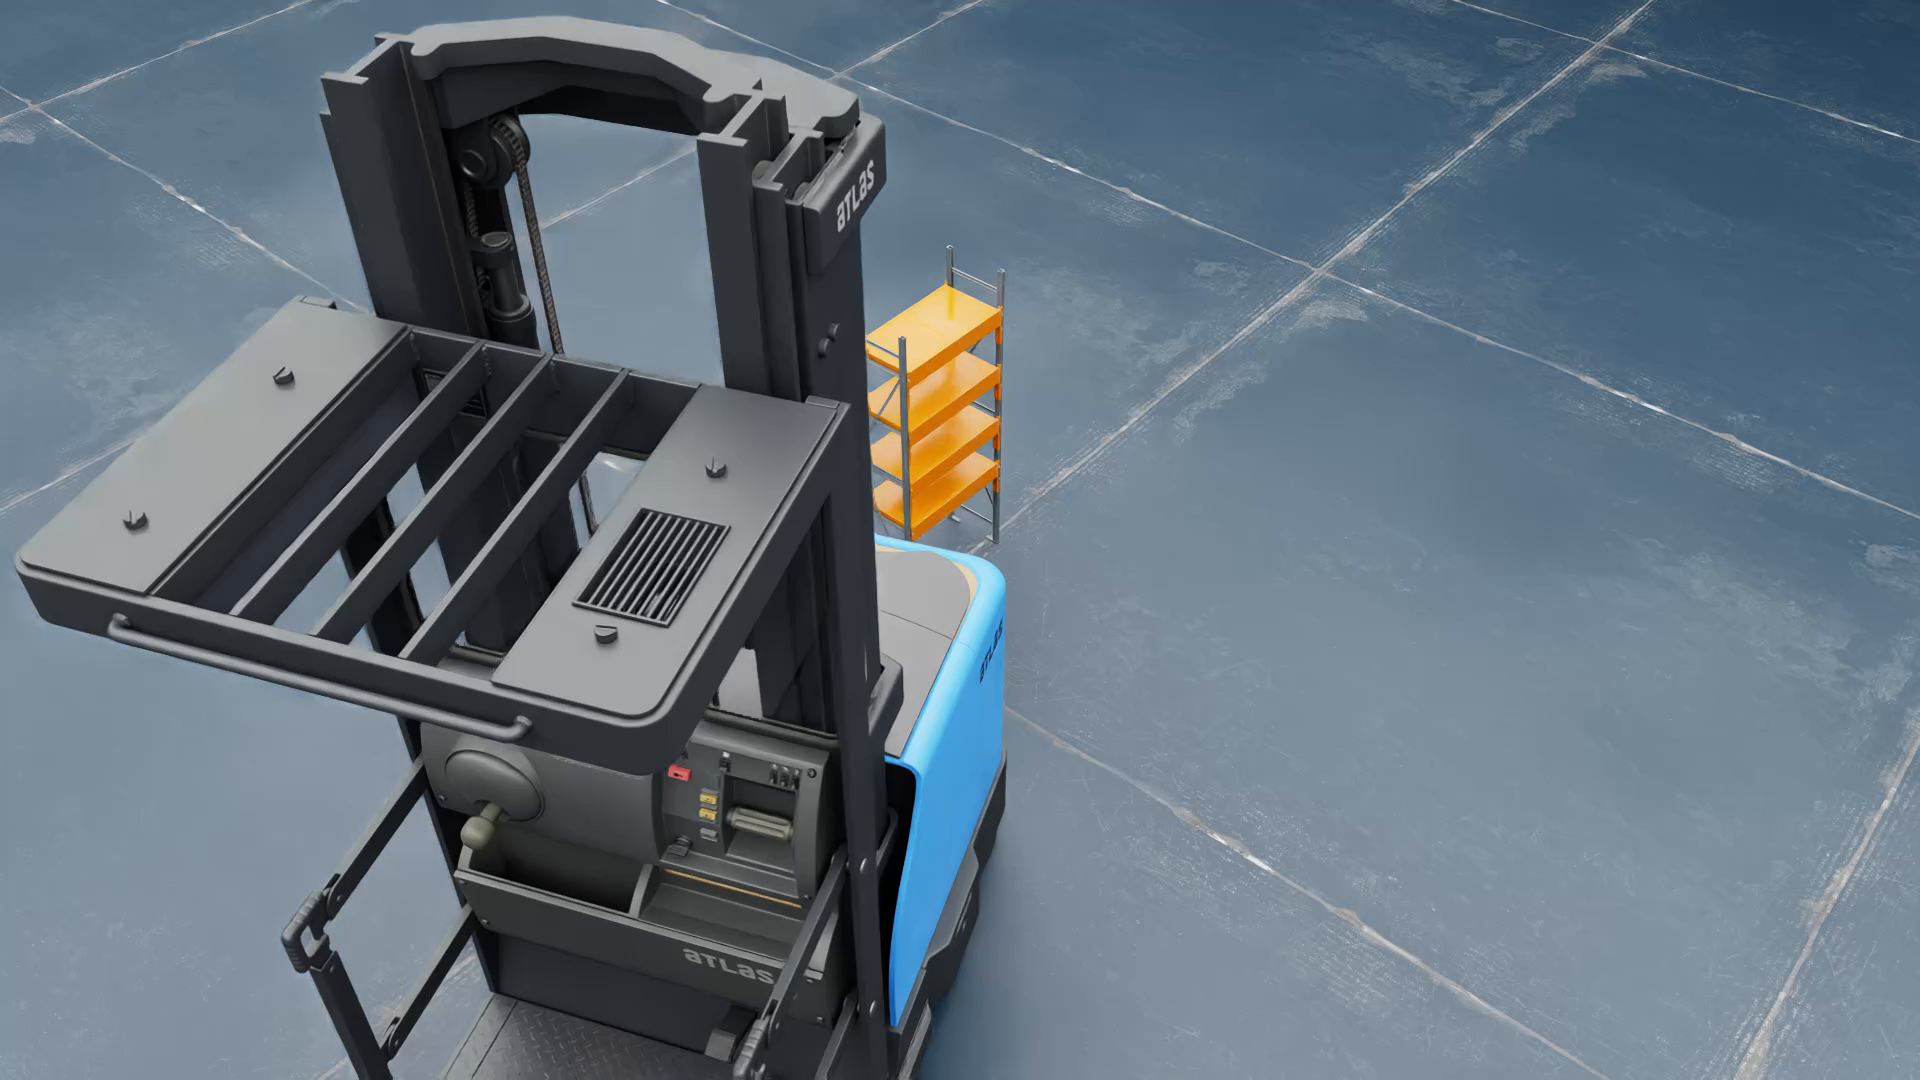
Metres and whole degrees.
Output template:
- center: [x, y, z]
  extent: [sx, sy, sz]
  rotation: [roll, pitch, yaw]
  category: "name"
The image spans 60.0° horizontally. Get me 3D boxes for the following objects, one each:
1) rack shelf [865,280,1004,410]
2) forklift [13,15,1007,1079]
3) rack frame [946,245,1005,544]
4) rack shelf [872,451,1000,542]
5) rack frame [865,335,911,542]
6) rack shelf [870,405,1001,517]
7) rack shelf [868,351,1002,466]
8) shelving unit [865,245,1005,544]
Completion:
- center: [-0.107, -0.649, 5.488]
  extent: [0.258, 0.148, 0.480]
  rotation: [29, 50, 28]
  category: "rack shelf"
- center: [-0.792, 0.615, 3.395]
  extent: [1.130, 2.935, 3.031]
  rotation: [12, 44, 13]
  category: "forklift"
- center: [0.051, -0.484, 5.891]
  extent: [0.240, 1.200, 0.015]
  rotation: [29, 50, 28]
  category: "rack frame"
- center: [-0.107, -0.162, 5.931]
  extent: [0.258, 0.148, 0.480]
  rotation: [29, 50, 28]
  category: "rack shelf"
- center: [-0.264, -0.233, 5.614]
  extent: [0.240, 1.200, 0.015]
  rotation: [29, 50, 28]
  category: "rack frame"
- center: [-0.107, -0.309, 5.798]
  extent: [0.258, 0.148, 0.480]
  rotation: [29, 50, 28]
  category: "rack shelf"
- center: [-0.107, -0.474, 5.647]
  extent: [0.258, 0.148, 0.480]
  rotation: [29, 50, 28]
  category: "rack shelf"
- center: [-0.107, -0.359, 5.753]
  extent: [0.258, 1.200, 0.503]
  rotation: [29, 50, 28]
  category: "shelving unit"
